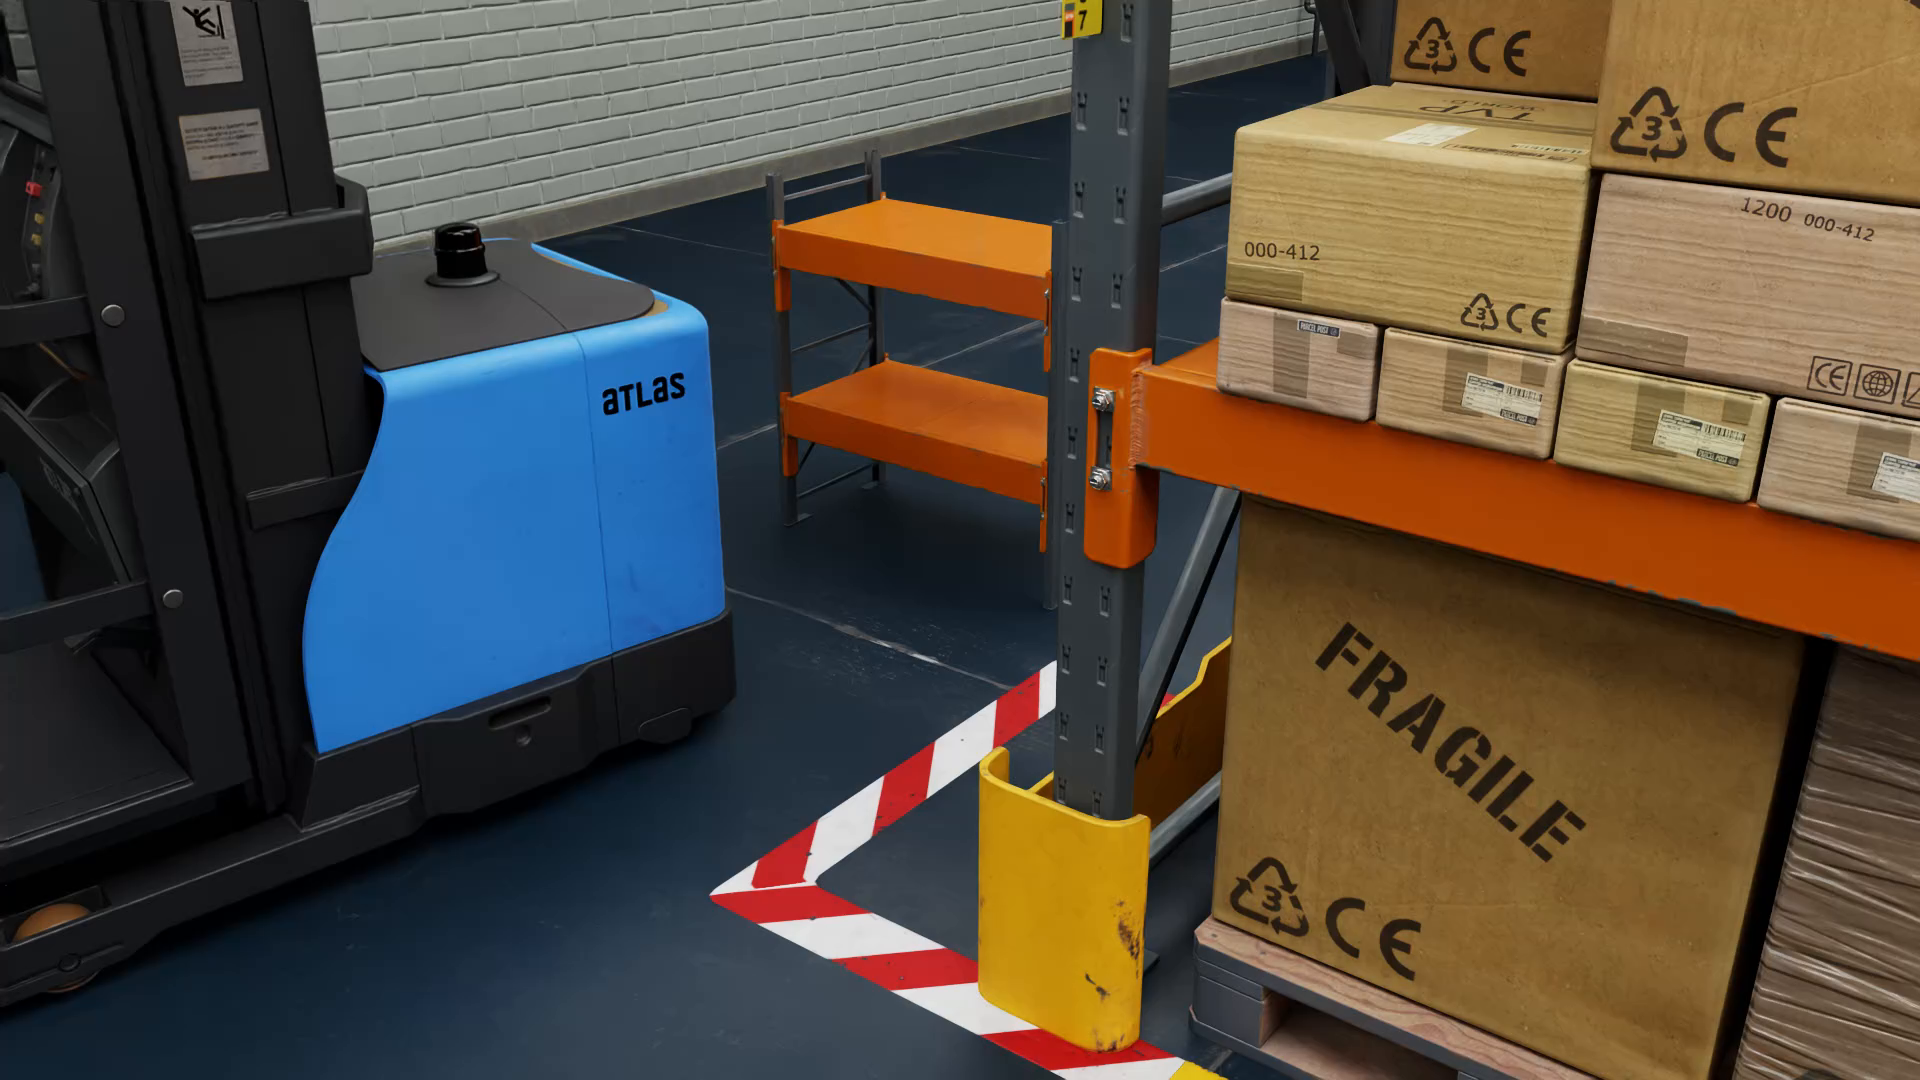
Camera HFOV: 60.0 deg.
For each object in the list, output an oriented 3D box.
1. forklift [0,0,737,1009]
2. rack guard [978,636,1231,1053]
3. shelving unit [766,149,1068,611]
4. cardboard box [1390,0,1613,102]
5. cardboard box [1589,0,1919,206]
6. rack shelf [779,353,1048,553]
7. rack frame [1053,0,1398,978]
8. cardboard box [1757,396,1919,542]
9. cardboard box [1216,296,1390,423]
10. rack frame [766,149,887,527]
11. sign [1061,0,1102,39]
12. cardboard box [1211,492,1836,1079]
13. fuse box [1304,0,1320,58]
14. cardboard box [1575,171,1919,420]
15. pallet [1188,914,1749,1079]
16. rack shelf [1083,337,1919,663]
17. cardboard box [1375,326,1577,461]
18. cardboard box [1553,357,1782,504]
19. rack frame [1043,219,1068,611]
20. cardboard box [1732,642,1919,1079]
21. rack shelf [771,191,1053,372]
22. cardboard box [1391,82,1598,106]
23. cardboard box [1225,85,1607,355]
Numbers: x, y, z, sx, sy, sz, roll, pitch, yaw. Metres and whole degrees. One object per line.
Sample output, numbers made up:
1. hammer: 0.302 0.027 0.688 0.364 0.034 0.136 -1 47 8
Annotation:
1. forklift: -2.012 -0.648 3.084 3.031 2.935 1.130 -19 30 -37
2. rack guard: 0.497 0.505 3.484 0.348 0.500 1.175 17 29 33
3. shelving unit: -0.005 -0.516 5.027 1.048 1.125 0.538 17 29 33
4. cardboard box: 1.063 -1.011 2.711 0.500 0.500 0.500 17 29 34
5. cardboard box: 1.138 -0.720 2.050 0.500 0.500 0.500 16 28 32
6. rack shelf: -0.005 -0.293 5.125 1.000 0.278 0.538 17 29 33
7. rack frame: 0.516 -0.633 2.967 0.127 3.000 1.000 17 29 33
8. cardboard box: 1.223 -0.140 2.159 0.250 0.149 0.380 16 29 33
9. cardboard box: 0.602 -0.326 2.581 0.250 0.149 0.380 17 29 34
10. rack frame: -0.412 -0.639 5.306 0.032 1.125 0.500 17 29 33
11. sign: 0.178 -0.888 2.373 0.005 0.325 0.100 17 29 33
12. cardboard box: 1.076 0.276 3.018 0.875 0.875 0.875 17 29 33
13. fuse box: 3.310 -5.239 15.019 0.414 1.711 0.539 17 29 33
14. cardboard box: 1.158 -0.374 2.195 0.500 0.250 0.500 16 29 33
15. pallet: 1.203 0.811 3.147 1.213 0.211 1.003 17 29 33
16. rack shelf: 2.116 0.180 2.014 4.000 0.370 1.077 17 29 33
17. cardboard box: 0.808 -0.264 2.441 0.250 0.149 0.380 16 29 33
18. cardboard box: 1.013 -0.202 2.301 0.250 0.149 0.380 16 28 32
19. rack frame: 0.401 -0.393 4.748 0.032 1.125 0.500 17 29 33
20. cardboard box: 1.804 0.496 2.518 0.875 0.875 0.875 17 29 33
21. rack shelf: -0.005 -0.784 4.909 1.000 0.278 0.538 17 29 33
22. cardboard box: 1.063 -0.669 2.865 0.500 0.250 0.500 16 29 32
23. cardboard box: 0.738 -0.497 2.476 0.500 0.250 0.500 16 28 32
